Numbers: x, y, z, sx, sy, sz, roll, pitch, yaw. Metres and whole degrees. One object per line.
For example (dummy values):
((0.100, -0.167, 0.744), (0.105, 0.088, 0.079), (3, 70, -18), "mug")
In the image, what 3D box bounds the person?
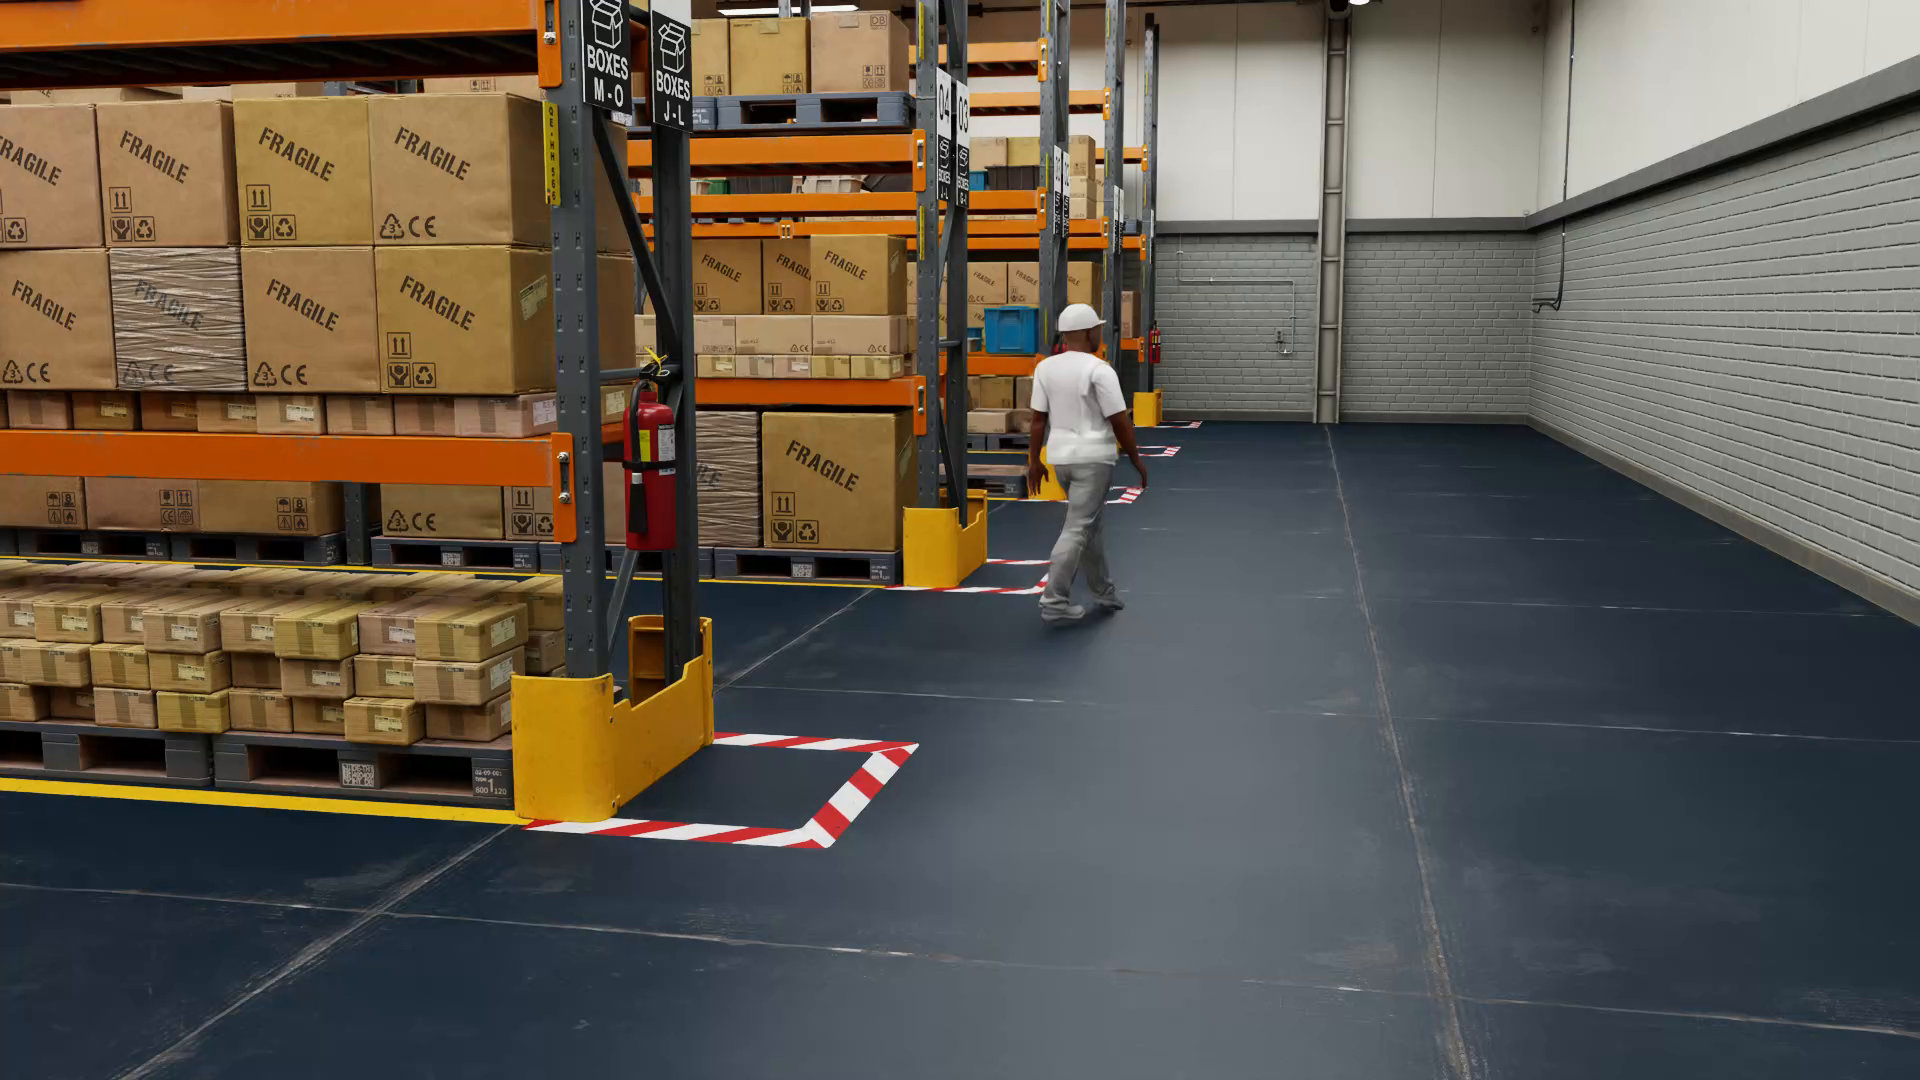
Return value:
((0.748, -0.426, 9.262), (0.854, 1.766, 0.614), (-7, 10, -41), "person")
